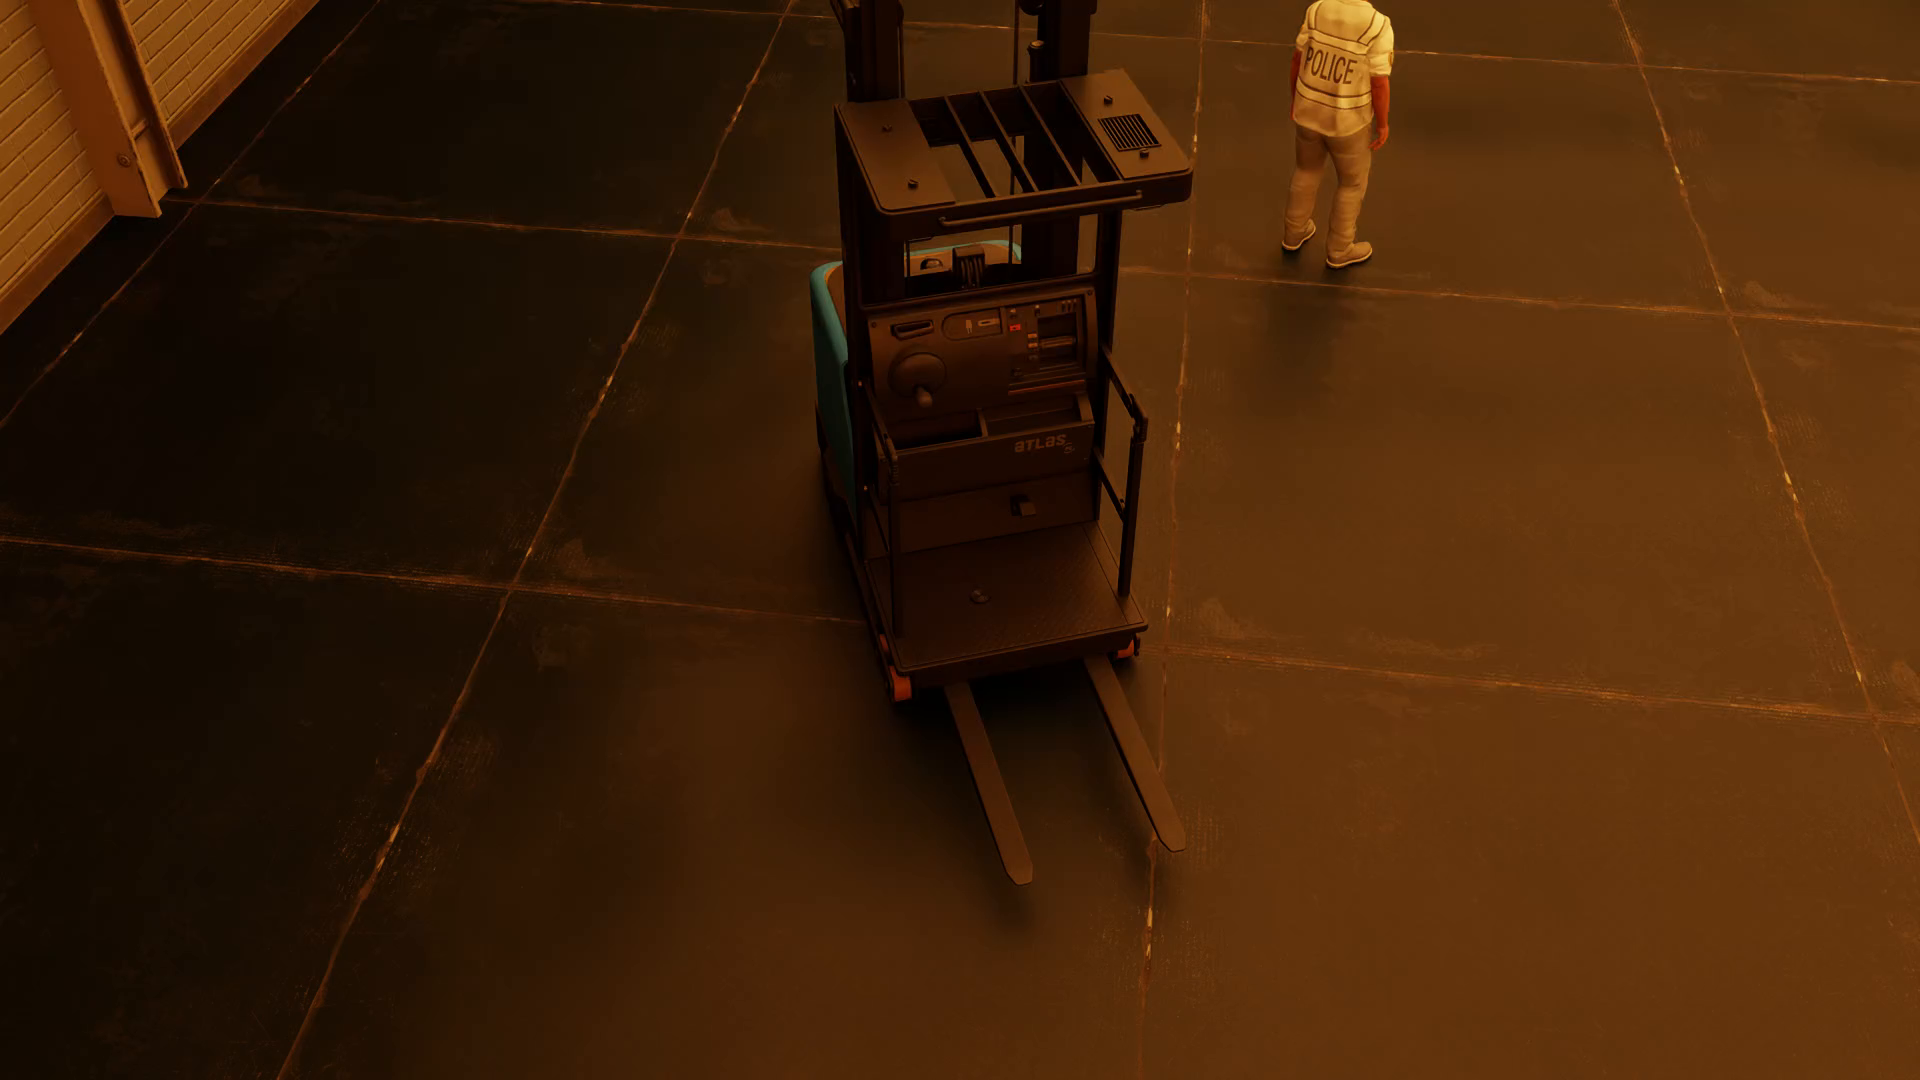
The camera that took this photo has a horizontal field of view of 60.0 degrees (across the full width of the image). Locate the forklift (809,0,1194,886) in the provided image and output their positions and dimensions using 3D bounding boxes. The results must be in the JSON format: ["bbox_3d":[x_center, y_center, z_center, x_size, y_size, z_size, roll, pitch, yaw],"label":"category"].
[{"bbox_3d":[0.153,-0.681,6.465,1.130,2.935,3.031,-10,44,-11],"label":"forklift"}]

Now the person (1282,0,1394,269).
[{"bbox_3d":[2.067,-2.342,9.146,0.595,1.748,0.433,29,50,28],"label":"person"}]
